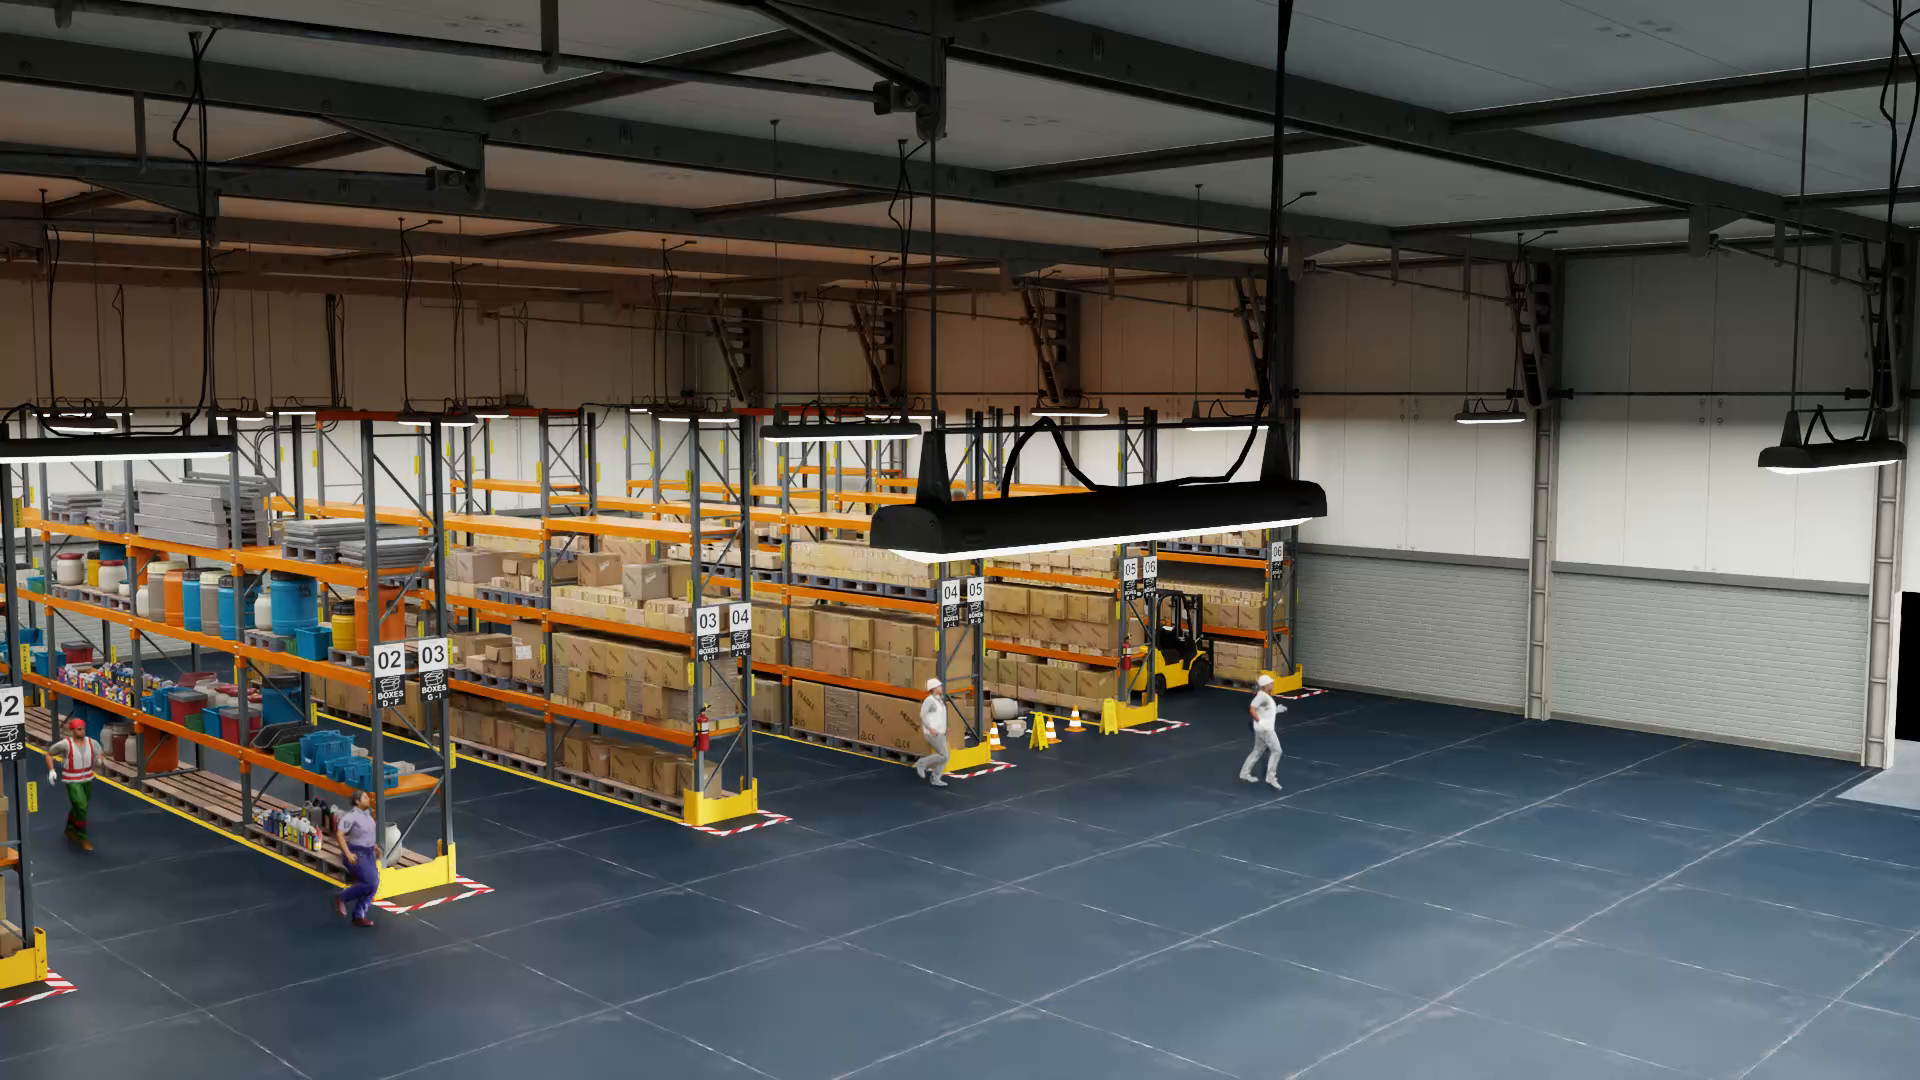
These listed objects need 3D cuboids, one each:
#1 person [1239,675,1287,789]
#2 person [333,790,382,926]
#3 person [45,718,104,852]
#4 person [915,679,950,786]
[{"bbox_3d":[4.885,3.075,26.746,0.756,1.839,0.663,0,5,5],"label":"person"},{"bbox_3d":[-7.168,3.790,19.933,0.529,1.562,0.648,1,5,6],"label":"person"},{"bbox_3d":[-12.257,3.387,23.115,0.876,1.844,0.643,3,6,30],"label":"person"},{"bbox_3d":[-0.403,3.098,26.954,0.555,1.700,0.690,1,5,16],"label":"person"}]
